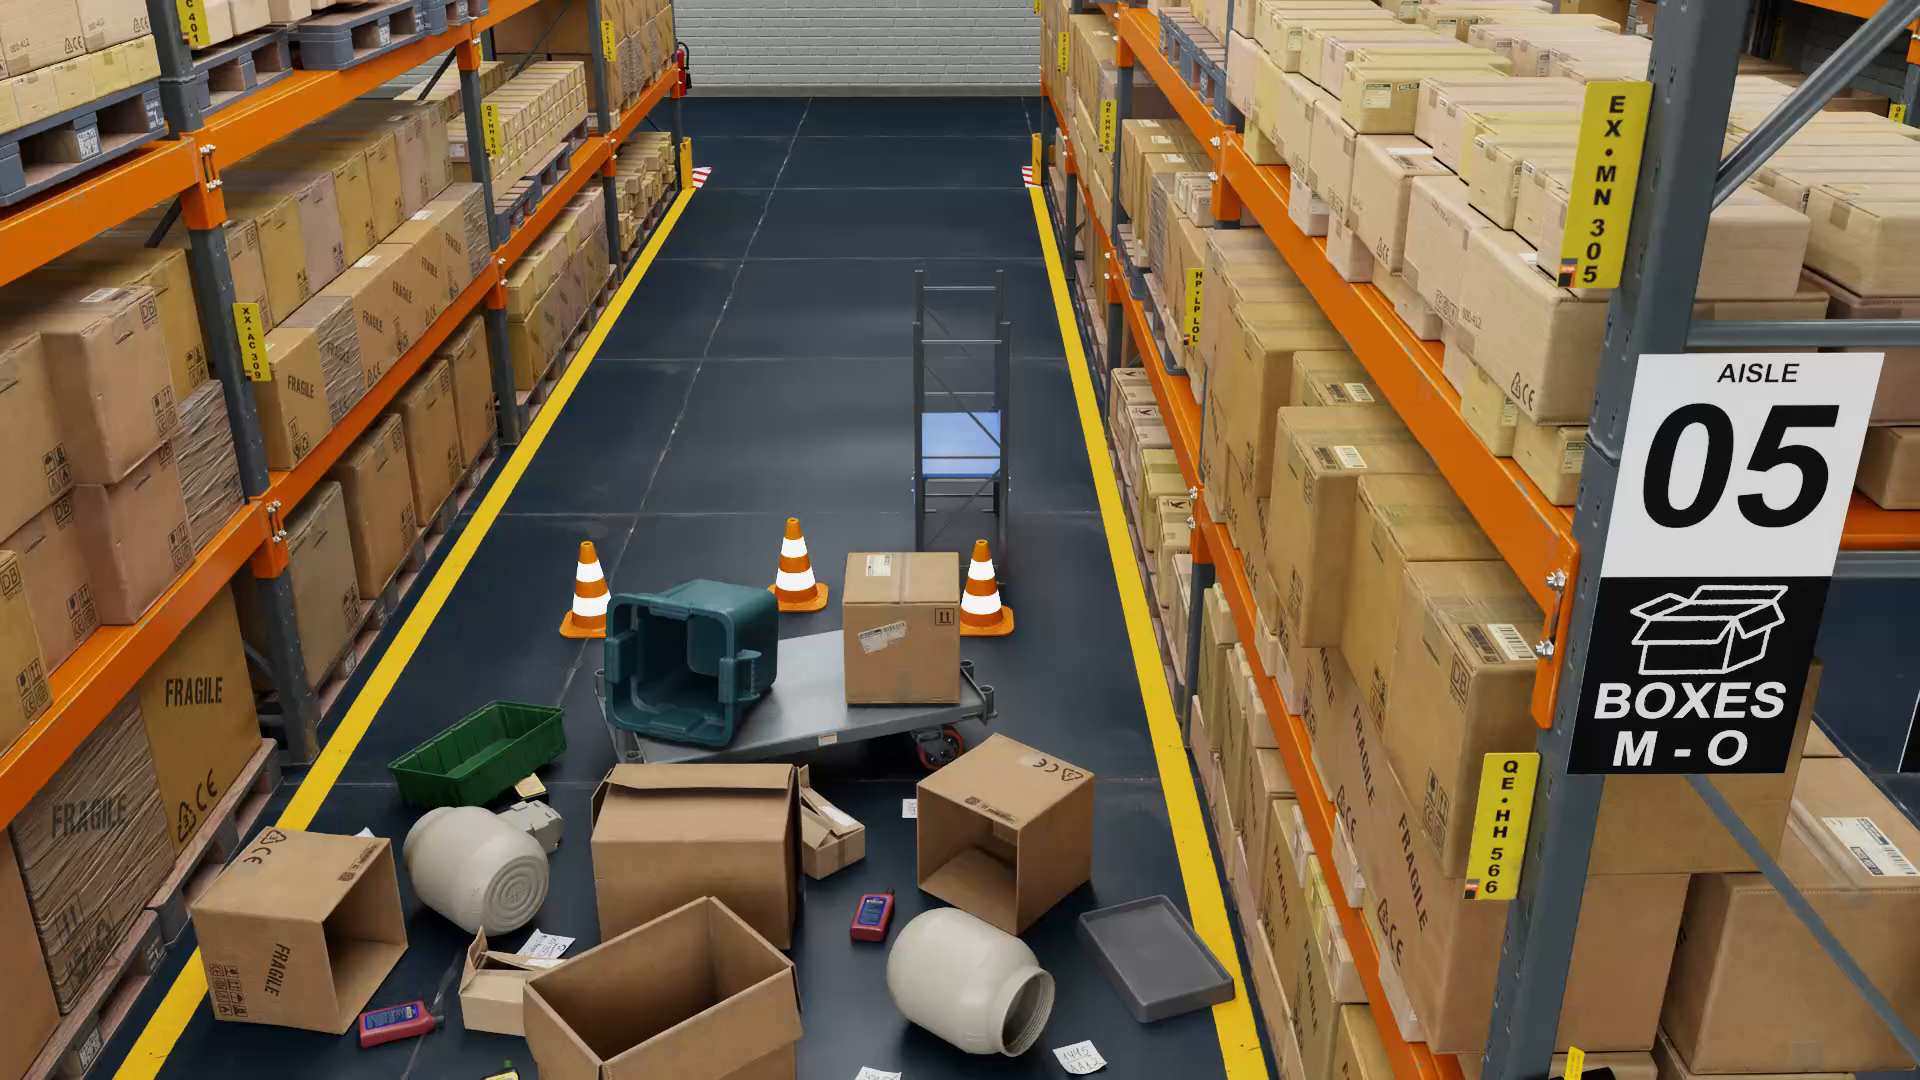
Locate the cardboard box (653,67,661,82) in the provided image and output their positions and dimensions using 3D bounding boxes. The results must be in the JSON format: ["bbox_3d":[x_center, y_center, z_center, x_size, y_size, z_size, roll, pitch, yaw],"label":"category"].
[{"bbox_3d":[-3.256,-4.752,16.922,0.380,0.149,0.250,0,24,1],"label":"cardboard box"}]

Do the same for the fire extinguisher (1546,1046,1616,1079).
[{"bbox_3d":[1.112,1.303,3.323,0.296,0.674,0.183,0,24,-1],"label":"fire extinguisher"}]

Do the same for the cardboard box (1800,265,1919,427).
[{"bbox_3d":[1.832,-0.424,3.228,0.500,0.250,0.500,-1,24,-2],"label":"cardboard box"}]

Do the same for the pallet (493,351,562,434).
[{"bbox_3d":[-3.472,-1.066,11.850,1.003,0.211,1.213,0,24,-1],"label":"pallet"}]

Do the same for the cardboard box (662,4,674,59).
[{"bbox_3d":[-3.289,-5.308,17.364,0.500,0.500,0.500,0,24,1],"label":"cardboard box"}]

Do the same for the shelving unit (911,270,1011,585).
[{"bbox_3d":[0.001,-0.648,9.363,0.538,1.500,1.048,0,24,-1],"label":"shelving unit"}]

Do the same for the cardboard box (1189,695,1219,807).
[{"bbox_3d":[1.264,0.876,7.000,0.500,0.250,0.500,-1,24,-3],"label":"cardboard box"}]

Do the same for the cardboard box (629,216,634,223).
[{"bbox_3d":[-3.248,-2.918,15.512,0.380,0.149,0.250,0,24,-1],"label":"cardboard box"}]

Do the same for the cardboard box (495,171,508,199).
[{"bbox_3d":[-3.270,-2.387,11.183,0.380,0.149,0.250,1,24,2],"label":"cardboard box"}]

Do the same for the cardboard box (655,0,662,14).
[{"bbox_3d":[-3.293,-5.551,16.688,0.500,0.500,0.500,-1,24,-2],"label":"cardboard box"}]

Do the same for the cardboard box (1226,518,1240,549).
[{"bbox_3d":[1.265,-0.080,6.592,0.380,0.149,0.250,0,24,1],"label":"cardboard box"}]

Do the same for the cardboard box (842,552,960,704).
[{"bbox_3d":[-0.252,0.384,7.375,0.500,0.500,0.500,0,24,-1],"label":"cardboard box"}]

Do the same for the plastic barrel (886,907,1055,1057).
[{"bbox_3d":[0.035,1.548,5.814,0.512,0.421,0.421,19,30,35],"label":"plastic barrel"}]

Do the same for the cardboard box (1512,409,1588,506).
[{"bbox_3d":[1.288,-0.180,3.172,0.380,0.149,0.250,0,24,0],"label":"cardboard box"}]

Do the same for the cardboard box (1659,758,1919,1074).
[{"bbox_3d":[1.844,0.841,3.769,0.500,0.500,0.500,-1,24,-1],"label":"cardboard box"}]

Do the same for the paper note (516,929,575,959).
[{"bbox_3d":[-1.576,1.542,6.314,0.172,0.023,0.155,8,26,18],"label":"paper note"}]

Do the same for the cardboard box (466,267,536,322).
[{"bbox_3d":[-3.230,-1.694,11.468,0.500,0.250,0.500,-1,24,-3],"label":"cardboard box"}]

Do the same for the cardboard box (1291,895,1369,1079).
[{"bbox_3d":[1.293,1.394,4.944,0.500,0.500,0.500,1,24,1],"label":"cardboard box"}]

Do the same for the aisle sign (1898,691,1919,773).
[{"bbox_3d":[1.882,0.058,2.827,0.394,0.787,0.004,0,24,-1],"label":"aisle sign"}]

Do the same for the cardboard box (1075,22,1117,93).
[{"bbox_3d":[1.191,-3.835,13.256,0.500,0.500,0.500,0,24,-1],"label":"cardboard box"}]

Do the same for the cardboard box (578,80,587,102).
[{"bbox_3d":[-3.306,-3.712,13.751,0.380,0.149,0.250,0,24,1],"label":"cardboard box"}]

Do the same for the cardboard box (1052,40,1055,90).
[{"bbox_3d":[1.158,-4.597,16.152,0.500,0.500,0.500,1,24,1],"label":"cardboard box"}]

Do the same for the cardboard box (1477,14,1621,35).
[{"bbox_3d":[1.877,-1.595,5.334,0.380,0.149,0.250,0,24,1],"label":"cardboard box"}]

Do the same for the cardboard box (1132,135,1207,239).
[{"bbox_3d":[1.270,-2.049,9.649,0.500,0.500,0.500,1,24,2],"label":"cardboard box"}]

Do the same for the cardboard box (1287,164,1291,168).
[{"bbox_3d":[1.346,-1.343,5.744,0.380,0.149,0.250,0,24,-1],"label":"cardboard box"}]

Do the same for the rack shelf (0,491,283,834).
[{"bbox_3d":[-3.399,0.786,5.245,1.077,0.370,4.000,0,24,-1],"label":"rack shelf"}]

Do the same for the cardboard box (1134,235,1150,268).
[{"bbox_3d":[1.211,-1.677,9.614,0.380,0.149,0.250,0,24,0],"label":"cardboard box"}]

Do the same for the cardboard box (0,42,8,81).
[{"bbox_3d":[-3.150,-1.421,4.801,0.500,0.250,0.500,0,24,-1],"label":"cardboard box"}]

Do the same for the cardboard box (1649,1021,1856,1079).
[{"bbox_3d":[1.775,1.192,3.779,0.380,0.149,0.250,0,24,0],"label":"cardboard box"}]

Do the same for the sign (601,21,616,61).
[{"bbox_3d":[-2.953,-4.194,13.978,0.100,0.325,0.005,0,24,-1],"label":"sign"}]

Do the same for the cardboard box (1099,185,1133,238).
[{"bbox_3d":[1.219,-2.217,11.194,0.500,0.250,0.500,-1,24,-2],"label":"cardboard box"}]

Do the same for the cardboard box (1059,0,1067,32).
[{"bbox_3d":[1.162,-4.630,15.012,0.500,0.500,0.500,-1,24,-1],"label":"cardboard box"}]

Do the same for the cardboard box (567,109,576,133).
[{"bbox_3d":[-3.302,-3.367,13.350,0.380,0.149,0.250,0,24,-1],"label":"cardboard box"}]

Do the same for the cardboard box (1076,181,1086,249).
[{"bbox_3d":[1.541,-3.010,15.364,0.875,0.438,0.875,-1,24,-1],"label":"cardboard box"}]

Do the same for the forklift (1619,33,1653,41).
[{"bbox_3d":[3.037,-0.877,8.132,1.130,2.935,3.031,0,24,0],"label":"forklift"}]

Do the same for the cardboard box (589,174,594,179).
[{"bbox_3d":[-3.753,-3.611,16.323,0.380,0.149,0.250,0,24,0],"label":"cardboard box"}]

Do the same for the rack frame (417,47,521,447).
[{"bbox_3d":[-3.464,-2.014,10.564,1.000,3.000,0.127,0,24,-1],"label":"rack frame"}]

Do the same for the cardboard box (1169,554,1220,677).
[{"bbox_3d":[1.520,0.360,7.993,0.950,0.372,0.625,0,24,0],"label":"cardboard box"}]

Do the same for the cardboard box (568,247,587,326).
[{"bbox_3d":[-3.242,-1.988,13.030,0.500,0.500,0.500,-1,24,-2],"label":"cardboard box"}]

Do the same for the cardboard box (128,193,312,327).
[{"bbox_3d":[-3.440,-1.284,7.613,0.700,0.500,0.500,-1,24,-1],"label":"cardboard box"}]

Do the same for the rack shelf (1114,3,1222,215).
[{"bbox_3d":[1.506,-2.293,8.413,1.077,0.370,4.000,0,24,-1],"label":"rack shelf"}]

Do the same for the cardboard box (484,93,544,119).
[{"bbox_3d":[-3.291,-3.198,12.254,0.380,0.149,0.250,-1,24,-1],"label":"cardboard box"}]

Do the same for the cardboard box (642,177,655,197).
[{"bbox_3d":[-3.220,-3.476,16.384,0.380,0.149,0.250,0,24,0],"label":"cardboard box"}]

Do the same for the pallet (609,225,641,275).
[{"bbox_3d":[-3.551,-2.669,15.394,1.003,0.211,1.213,0,24,-1],"label":"pallet"}]

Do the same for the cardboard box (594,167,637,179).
[{"bbox_3d":[-3.333,-3.511,16.101,0.380,0.149,0.250,-1,24,-3],"label":"cardboard box"}]

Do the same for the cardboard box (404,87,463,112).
[{"bbox_3d":[-3.949,-3.313,12.509,0.380,0.149,0.250,1,24,1],"label":"cardboard box"}]

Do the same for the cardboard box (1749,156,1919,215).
[{"bbox_3d":[1.753,-0.648,3.241,0.380,0.149,0.250,0,24,-1],"label":"cardboard box"}]

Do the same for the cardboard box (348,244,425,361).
[{"bbox_3d":[-3.172,-1.253,8.758,0.500,0.500,0.500,0,24,0],"label":"cardboard box"}]

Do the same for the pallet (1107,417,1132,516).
[{"bbox_3d":[1.491,-0.486,10.568,1.003,0.211,1.213,0,24,-1],"label":"pallet"}]

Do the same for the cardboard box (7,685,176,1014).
[{"bbox_3d":[-3.470,1.042,5.876,0.875,0.875,0.875,0,24,0],"label":"cardboard box"}]

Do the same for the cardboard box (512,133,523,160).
[{"bbox_3d":[-3.283,-2.752,11.630,0.380,0.149,0.250,0,24,0],"label":"cardboard box"}]

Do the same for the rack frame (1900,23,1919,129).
[{"bbox_3d":[6.448,-2.102,10.758,1.000,3.000,0.127,0,24,-1],"label":"rack frame"}]

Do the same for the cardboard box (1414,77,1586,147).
[{"bbox_3d":[1.364,-1.060,4.152,0.380,0.149,0.250,-1,24,-2],"label":"cardboard box"}]
